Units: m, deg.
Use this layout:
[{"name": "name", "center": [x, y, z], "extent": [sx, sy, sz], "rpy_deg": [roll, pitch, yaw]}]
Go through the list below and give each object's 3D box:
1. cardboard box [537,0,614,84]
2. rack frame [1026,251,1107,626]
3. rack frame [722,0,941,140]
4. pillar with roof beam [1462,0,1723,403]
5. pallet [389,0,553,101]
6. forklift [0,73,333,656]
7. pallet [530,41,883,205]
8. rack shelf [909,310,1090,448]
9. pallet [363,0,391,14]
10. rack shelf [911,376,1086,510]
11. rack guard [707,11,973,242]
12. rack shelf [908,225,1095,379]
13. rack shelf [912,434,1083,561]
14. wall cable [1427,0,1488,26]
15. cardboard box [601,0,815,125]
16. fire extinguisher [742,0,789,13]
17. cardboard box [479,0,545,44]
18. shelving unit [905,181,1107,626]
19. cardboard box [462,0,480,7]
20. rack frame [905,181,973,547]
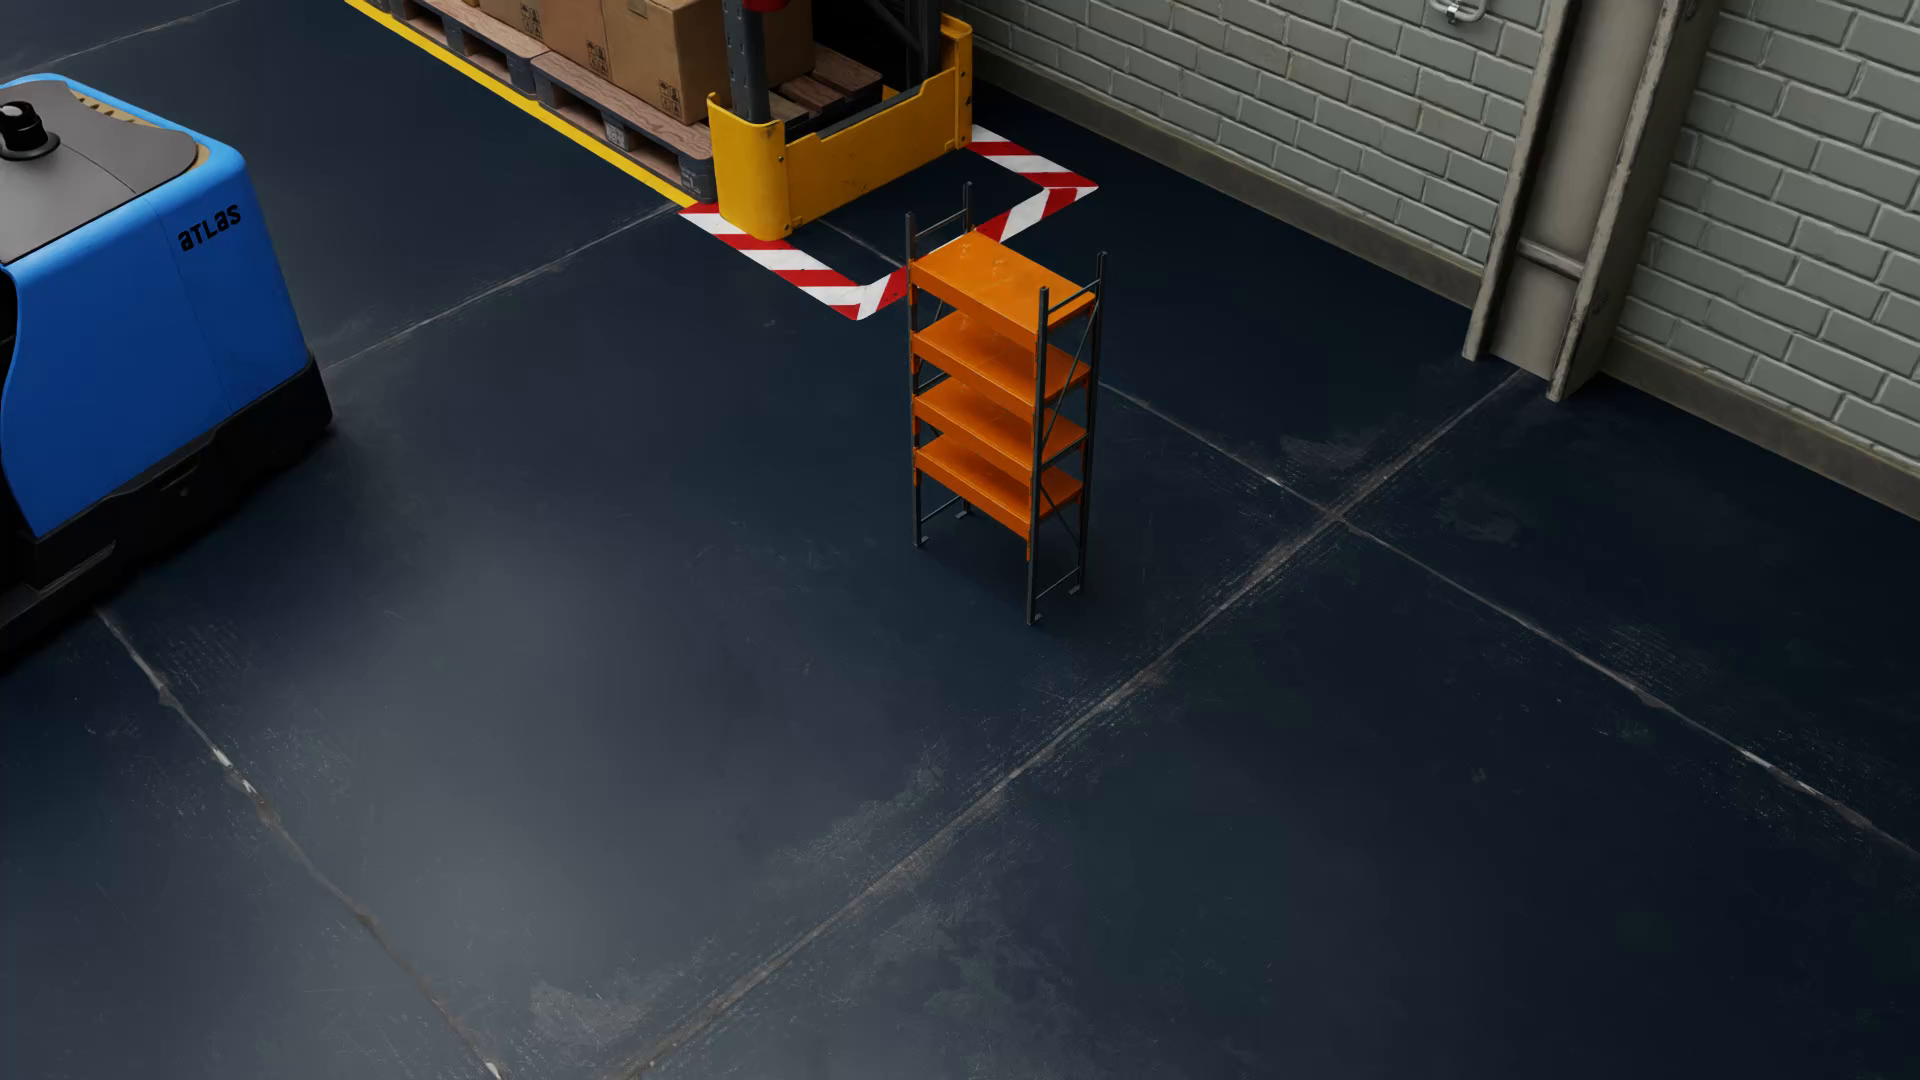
[{"name": "cardboard box", "center": [-1.392, -2.391, 7.160], "extent": [0.500, 0.500, 0.700], "rpy_deg": [34, 53, 31]}, {"name": "rack frame", "center": [0.289, -0.244, 4.630], "extent": [0.240, 1.200, 0.015], "rpy_deg": [-34, 53, -31]}, {"name": "rack frame", "center": [-0.474, -2.626, 5.882], "extent": [1.000, 3.000, 0.127], "rpy_deg": [-34, 53, -31]}, {"name": "pillar with roof beam", "center": [-1.003, -1.883, 0.657], "extent": [9.100, 9.000, 0.400], "rpy_deg": [-34, 53, -31]}, {"name": "pallet", "center": [-1.951, -2.535, 7.838], "extent": [1.003, 0.211, 1.213], "rpy_deg": [-34, 53, -31]}, {"name": "forklift", "center": [-3.337, -0.783, 3.938], "extent": [1.130, 2.935, 3.031], "rpy_deg": [24, 48, 24]}, {"name": "pallet", "center": [-1.094, -1.949, 7.203], "extent": [1.003, 0.211, 1.213], "rpy_deg": [-34, 53, -31]}, {"name": "rack shelf", "center": [0.117, -0.476, 4.651], "extent": [0.258, 0.148, 0.480], "rpy_deg": [-34, 53, -31]}, {"name": "pallet", "center": [-2.817, -3.121, 8.472], "extent": [1.003, 0.211, 1.213], "rpy_deg": [-34, 53, -31]}, {"name": "rack shelf", "center": [0.117, -0.312, 4.802], "extent": [0.258, 0.148, 0.480], "rpy_deg": [-34, 53, -31]}, {"name": "rack guard", "center": [-0.457, -1.696, 6.718], "extent": [1.175, 0.500, 0.348], "rpy_deg": [-34, 53, -31]}, {"name": "rack shelf", "center": [0.117, -0.650, 4.490], "extent": [0.258, 0.148, 0.480], "rpy_deg": [-34, 53, -31]}, {"name": "rack shelf", "center": [0.117, -0.166, 4.937], "extent": [0.258, 0.148, 0.480], "rpy_deg": [-34, 53, -31]}, {"name": "wall cable", "center": [1.100, -2.837, 5.362], "extent": [0.084, 1.984, 1.851], "rpy_deg": [-34, 53, -31]}, {"name": "cardboard box", "center": [-1.039, -2.151, 6.900], "extent": [0.700, 0.500, 0.500], "rpy_deg": [-34, 53, -31]}, {"name": "fire extinguisher", "center": [-0.694, -2.167, 5.717], "extent": [0.296, 0.674, 0.183], "rpy_deg": [-34, 53, -31]}, {"name": "cardboard box", "center": [-1.748, -2.632, 7.421], "extent": [0.500, 0.500, 0.700], "rpy_deg": [32, 52, 30]}, {"name": "shelving unit", "center": [0.117, -0.361, 4.757], "extent": [0.258, 1.200, 0.503], "rpy_deg": [-34, 53, -31]}, {"name": "cardboard box", "center": [-2.130, -2.885, 7.694], "extent": [0.700, 0.500, 0.500], "rpy_deg": [-33, 52, -30]}, {"name": "rack frame", "center": [-0.055, -0.478, 4.884], "extent": [0.240, 1.200, 0.015], "rpy_deg": [-34, 53, -31]}]
